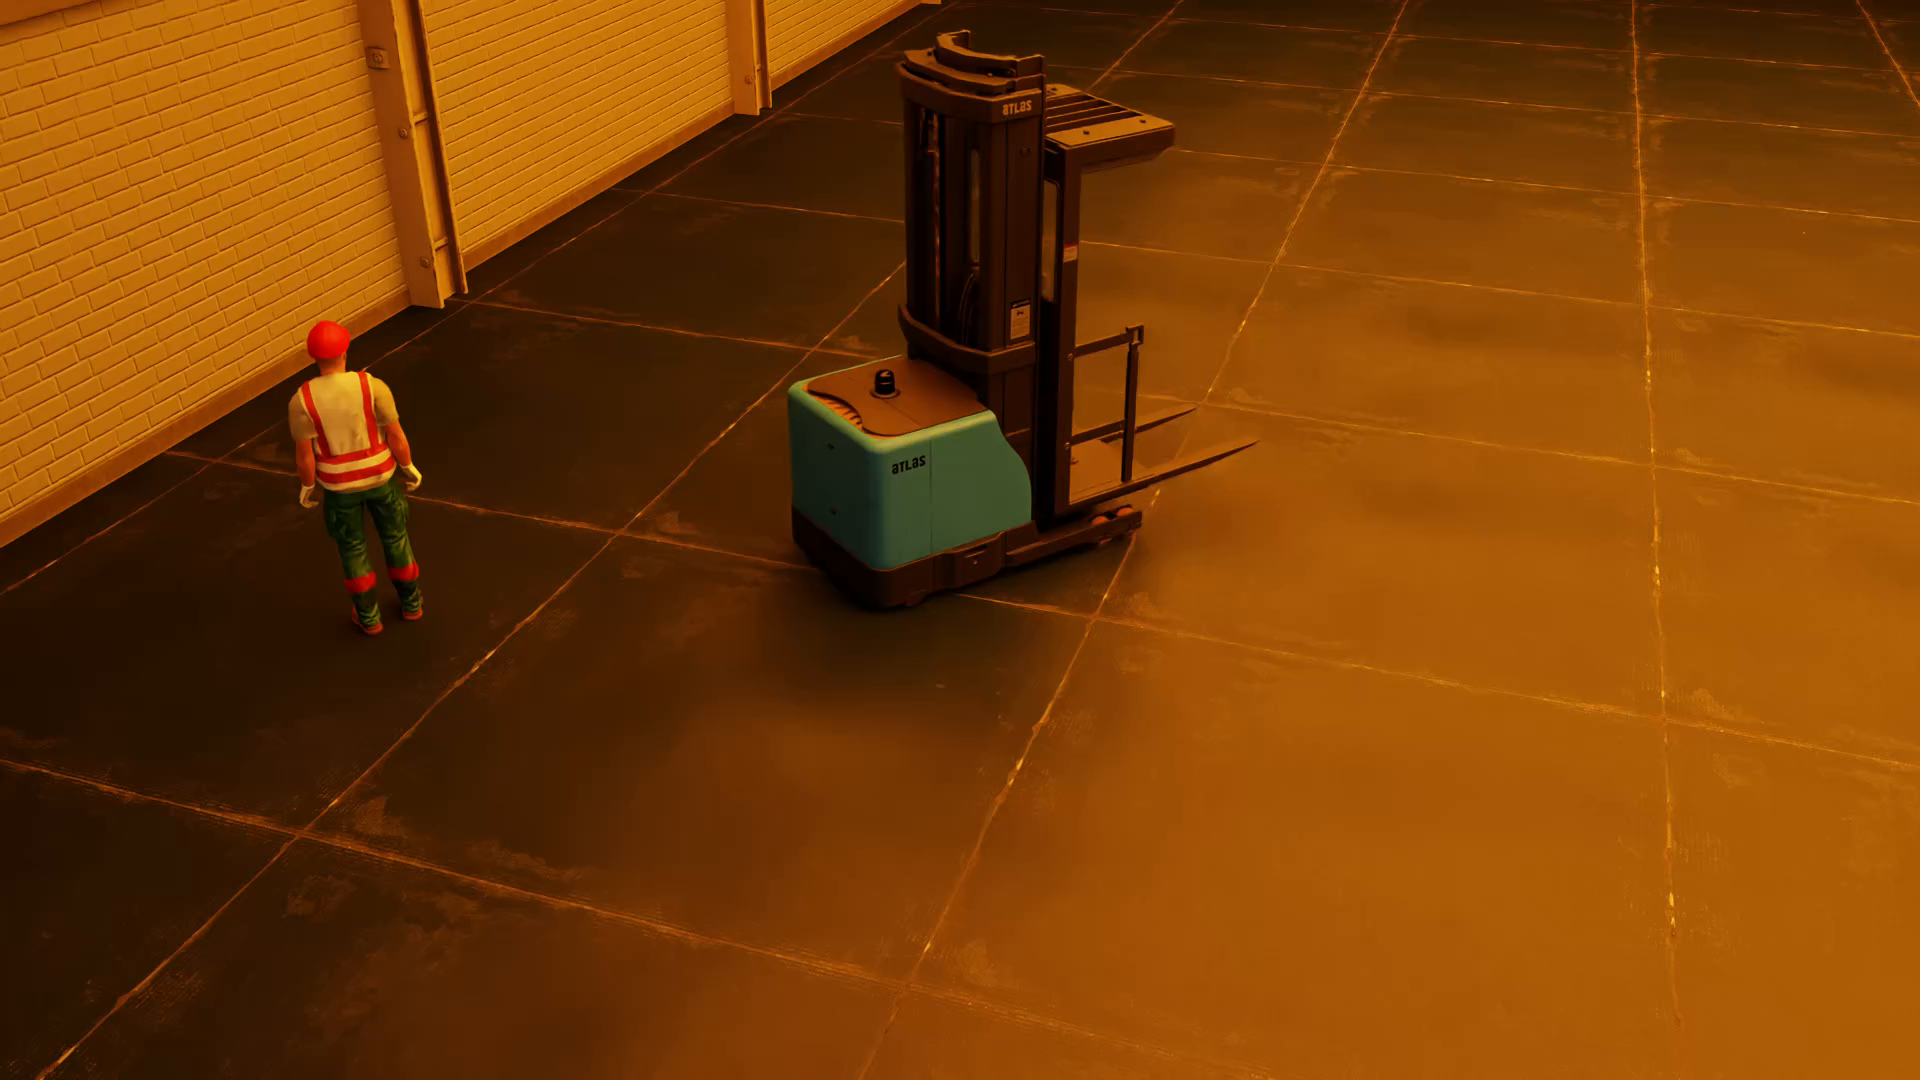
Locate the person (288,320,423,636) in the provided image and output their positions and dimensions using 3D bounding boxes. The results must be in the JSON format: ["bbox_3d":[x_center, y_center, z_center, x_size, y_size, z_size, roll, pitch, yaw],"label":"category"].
[{"bbox_3d":[-3.218,-0.340,8.889,0.626,1.793,0.383,-13,32,-22],"label":"person"}]

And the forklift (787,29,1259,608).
[{"bbox_3d":[0.503,-1.447,9.674,3.031,2.935,1.130,-19,35,-29],"label":"forklift"}]
